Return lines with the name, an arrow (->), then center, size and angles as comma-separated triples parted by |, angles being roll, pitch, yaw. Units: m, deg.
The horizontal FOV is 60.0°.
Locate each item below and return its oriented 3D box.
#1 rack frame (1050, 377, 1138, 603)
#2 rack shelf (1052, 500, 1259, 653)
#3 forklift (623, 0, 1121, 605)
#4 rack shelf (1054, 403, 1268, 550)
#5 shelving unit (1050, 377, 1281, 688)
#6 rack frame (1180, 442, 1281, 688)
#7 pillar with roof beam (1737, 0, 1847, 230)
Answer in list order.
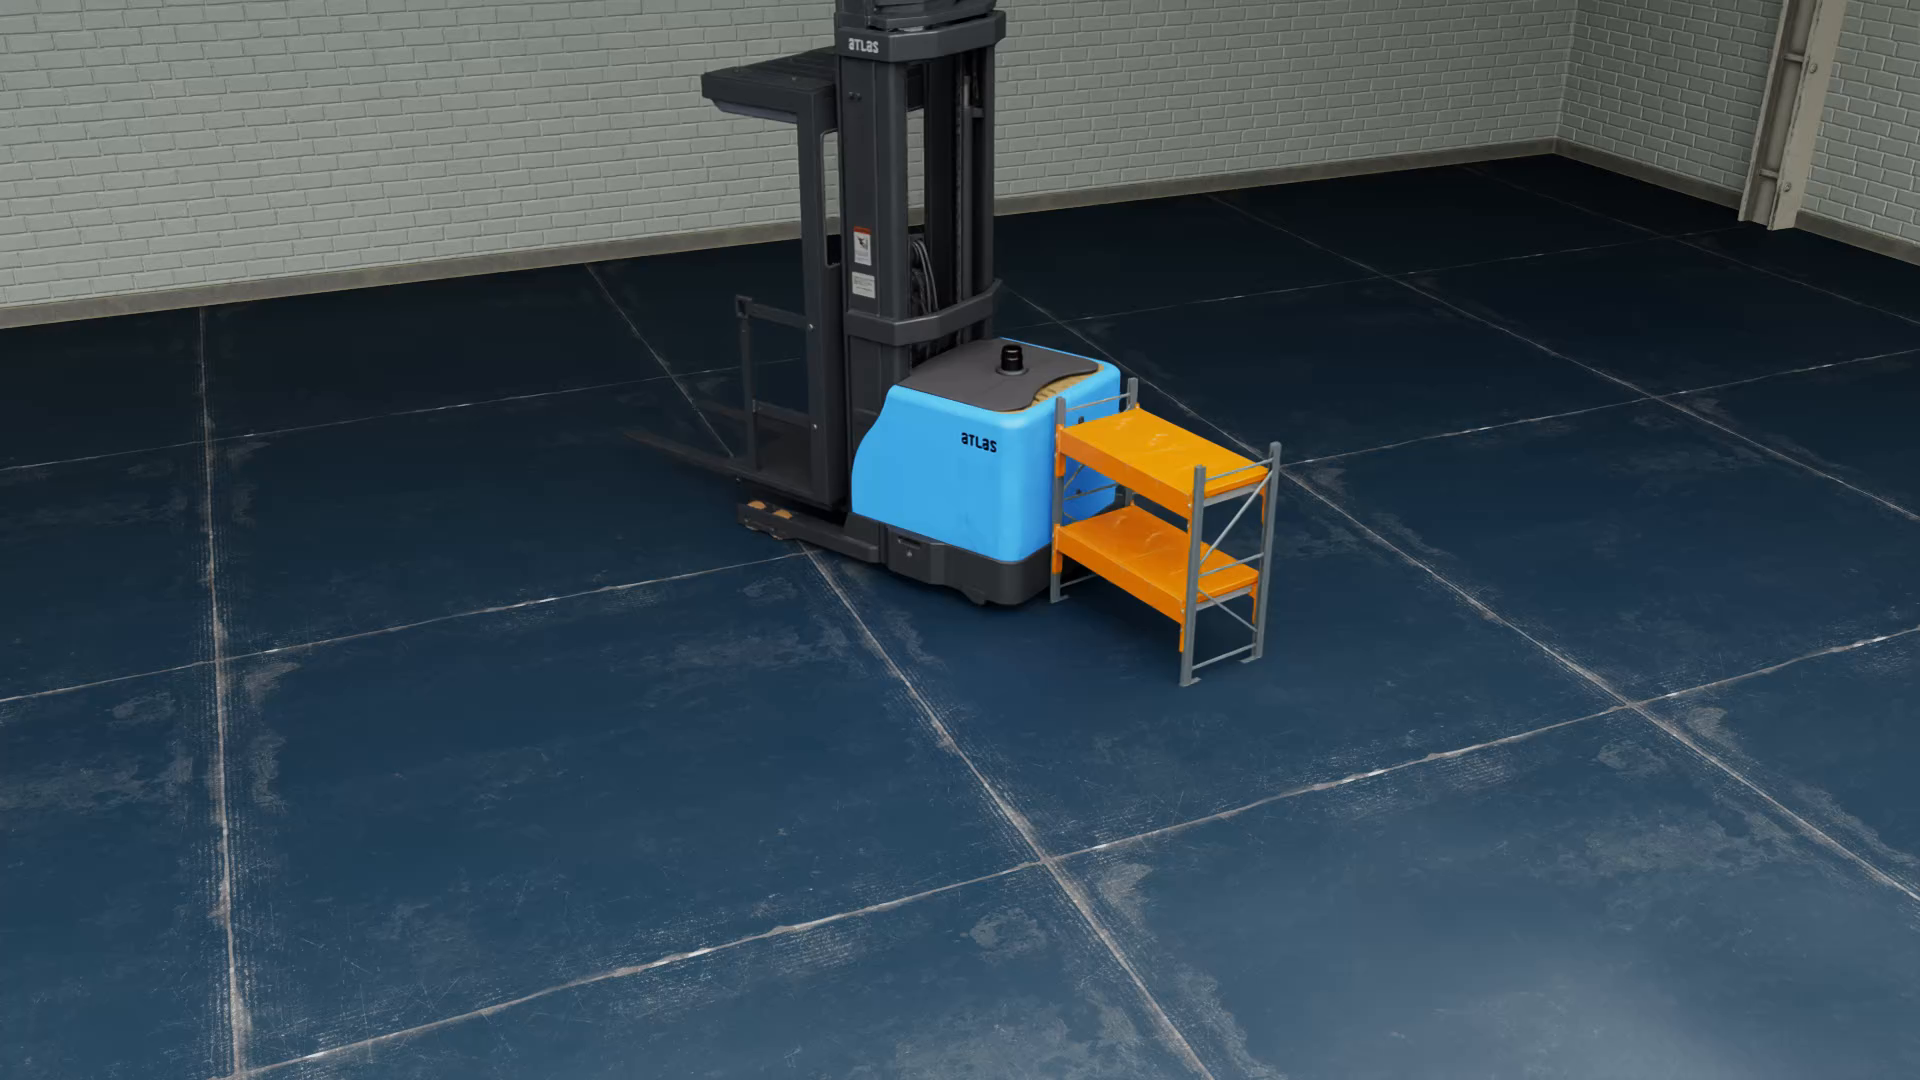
rack frame -> 0.679, -0.246, 8.472 | 0.500, 1.125, 0.032 | -17, 31, -30
rack shelf -> 0.966, 0.158, 8.202 | 0.538, 0.278, 1.000 | -17, 31, -30
forklift -> -0.632, -1.485, 8.950 | 3.031, 2.935, 1.130 | 18, 31, 32
rack shelf -> 0.966, -0.325, 7.966 | 0.538, 0.278, 1.000 | -17, 31, -30
shelving unit -> 0.966, -0.062, 8.095 | 0.538, 1.125, 1.048 | -17, 31, -30
rack frame -> 1.253, 0.122, 7.718 | 0.500, 1.125, 0.032 | -17, 31, -30
pillar with roof beam -> 3.398, -6.195, 11.682 | 9.100, 9.000, 0.400 | -11, 28, -21
